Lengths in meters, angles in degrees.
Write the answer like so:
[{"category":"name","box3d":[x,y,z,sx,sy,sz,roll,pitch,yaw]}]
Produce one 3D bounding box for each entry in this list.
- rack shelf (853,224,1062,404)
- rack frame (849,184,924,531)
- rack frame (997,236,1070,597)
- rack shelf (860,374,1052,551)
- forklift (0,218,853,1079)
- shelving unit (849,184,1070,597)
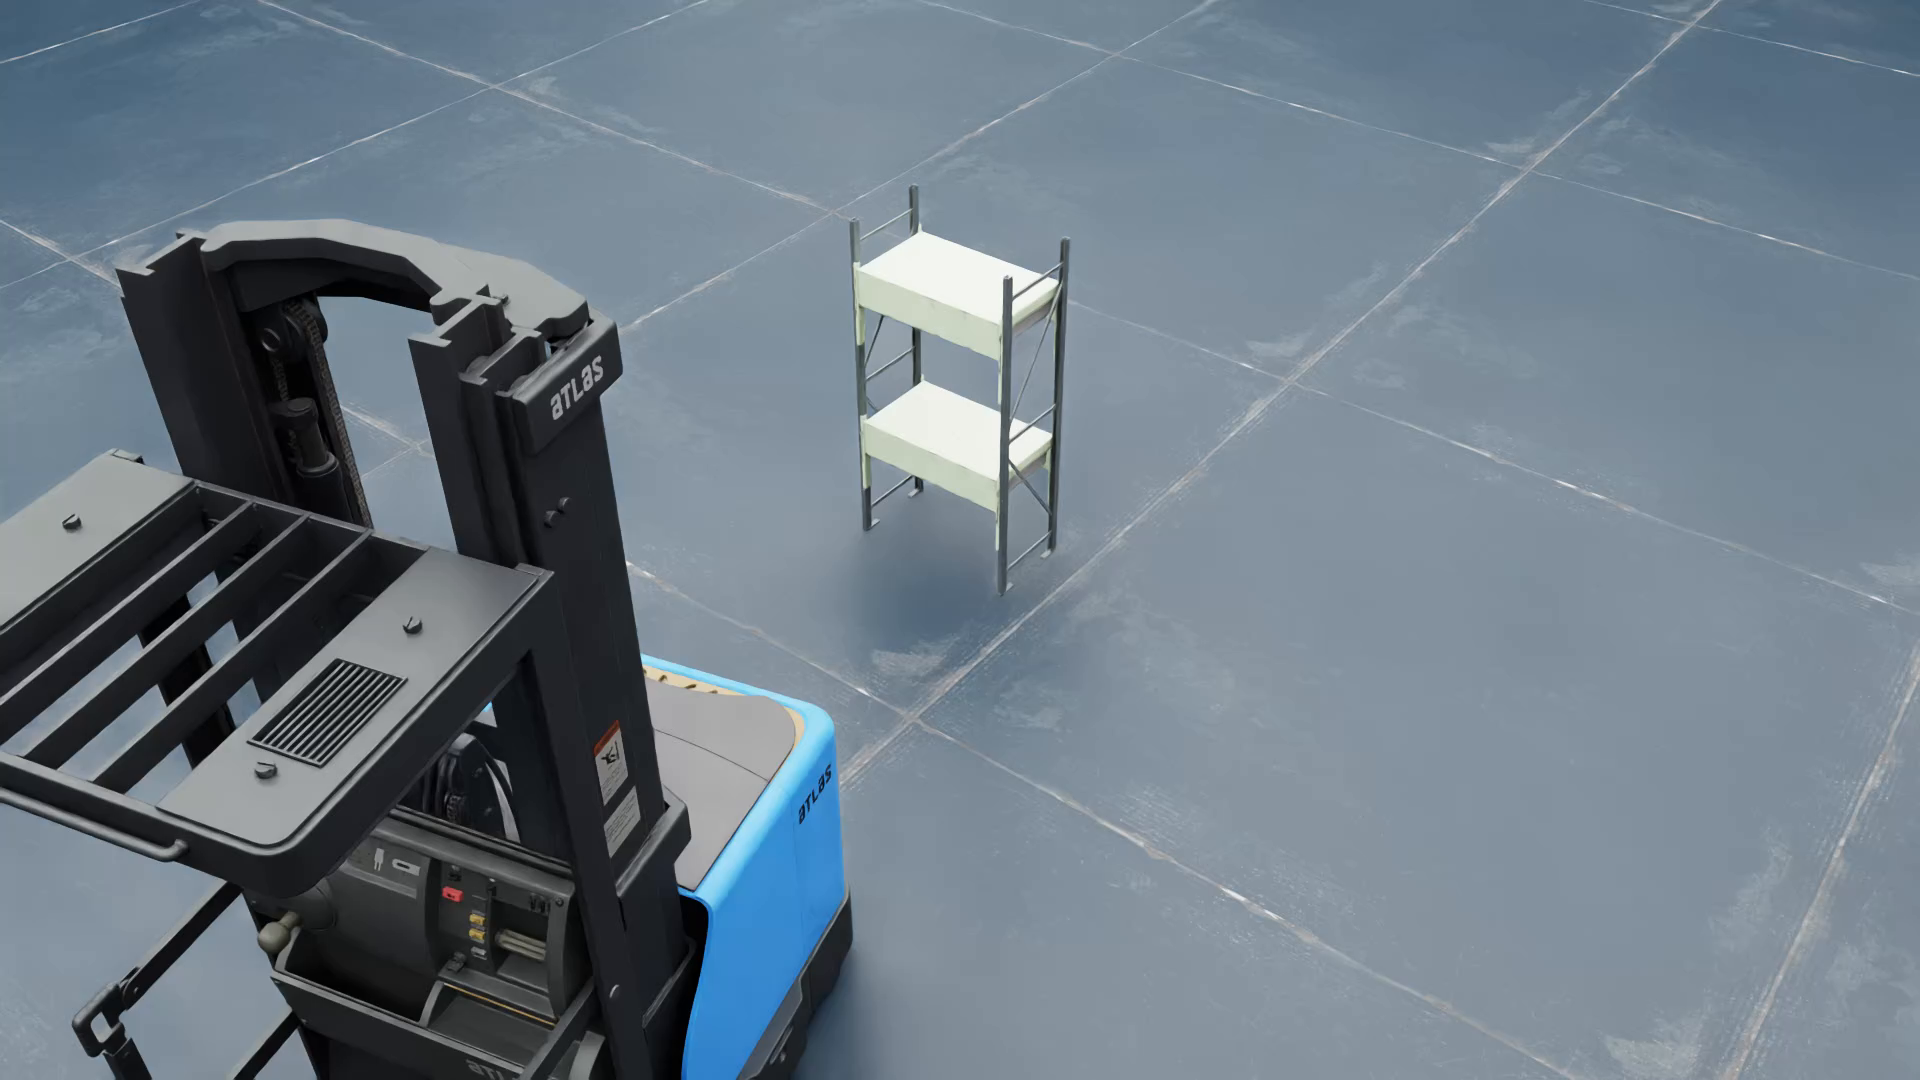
[{"category":"rack shelf","box3d":[-0.005,-0.900,6.550,0.720,0.370,0.431,25,45,29]},{"category":"rack frame","box3d":[-0.296,-0.730,6.966,0.023,1.500,0.400,25,45,29]},{"category":"rack frame","box3d":[0.285,-0.456,6.616,0.023,1.500,0.400,25,45,29]},{"category":"rack shelf","box3d":[-0.005,-0.336,6.992,0.720,0.370,0.431,25,45,29]},{"category":"forklift","box3d":[-1.381,0.916,3.703,1.130,2.935,3.031,14,40,17]},{"category":"shelving unit","box3d":[-0.005,-0.593,6.791,0.755,1.500,0.431,25,45,29]}]
